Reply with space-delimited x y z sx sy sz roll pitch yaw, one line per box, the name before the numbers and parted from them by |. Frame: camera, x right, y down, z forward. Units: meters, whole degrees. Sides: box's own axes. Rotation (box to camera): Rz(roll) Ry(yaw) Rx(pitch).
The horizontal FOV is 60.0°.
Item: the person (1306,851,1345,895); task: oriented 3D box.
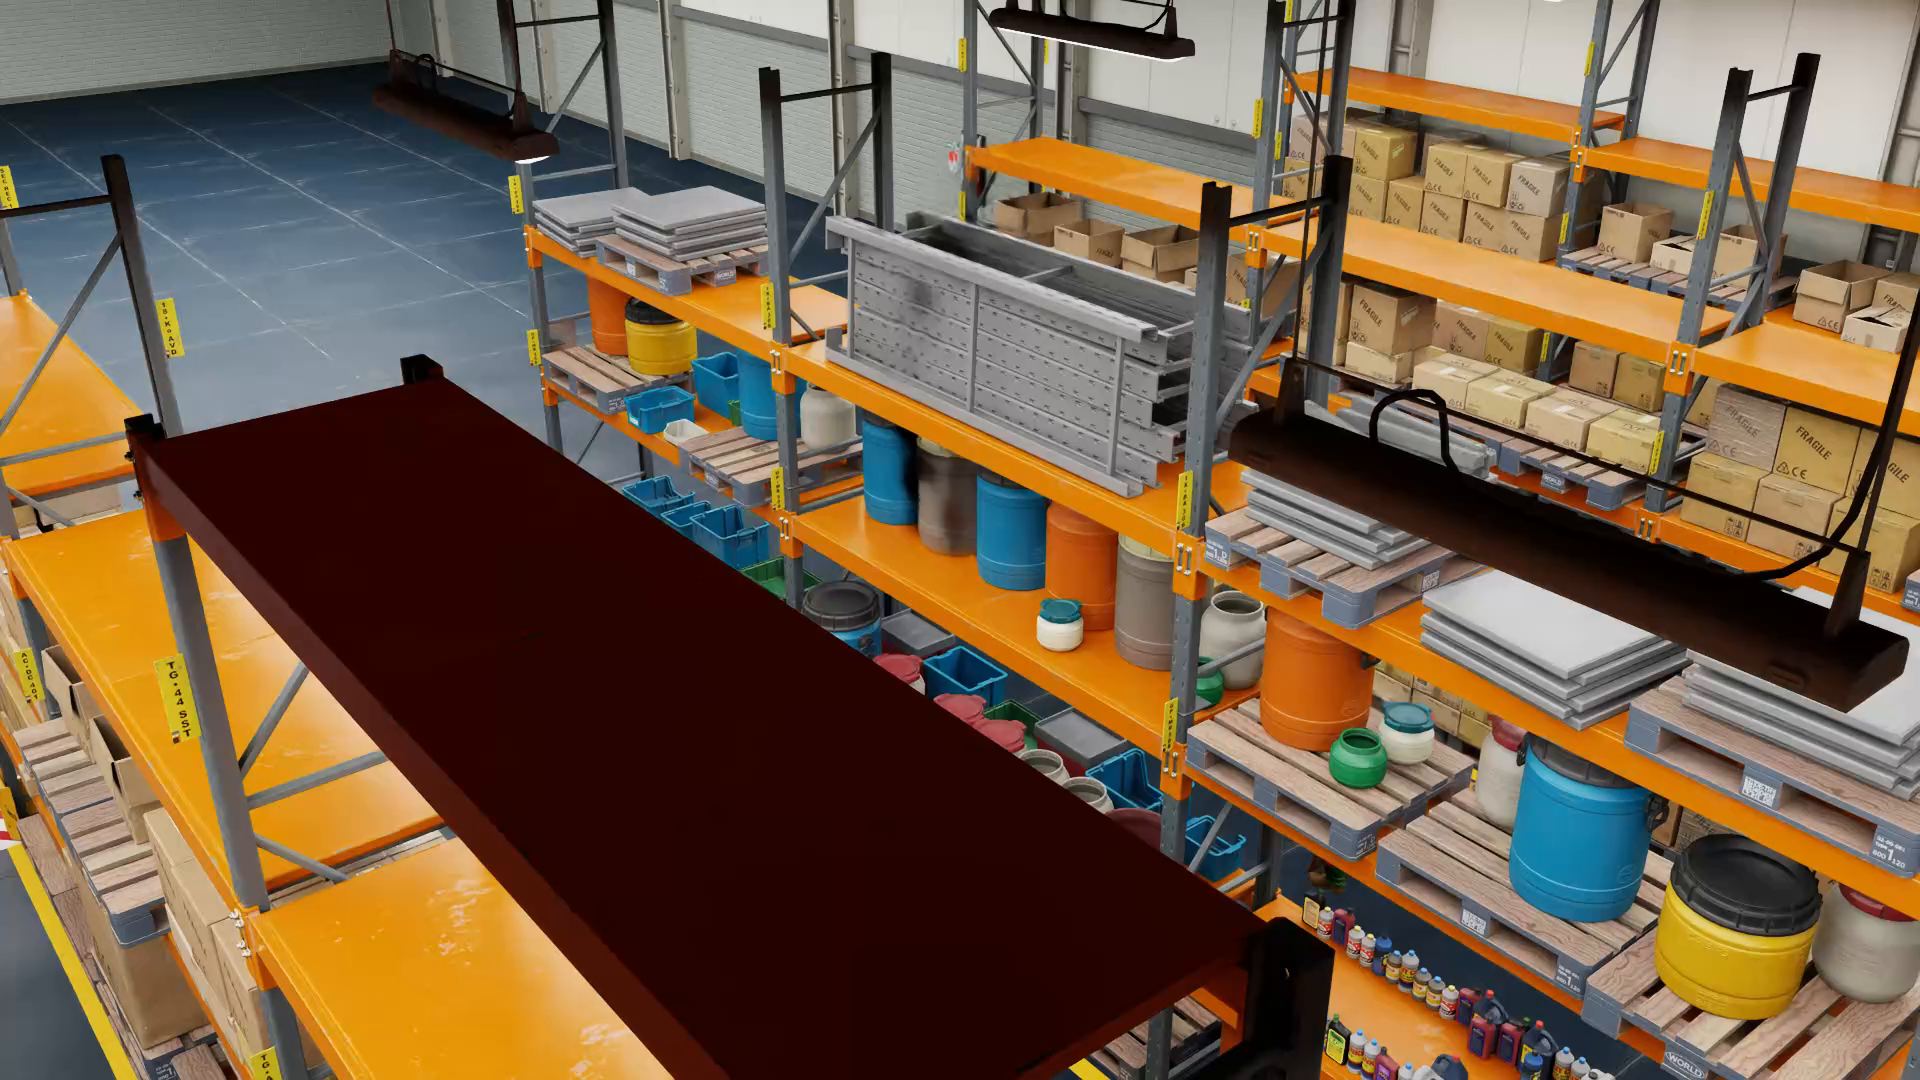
person | 2.577 1.703 12.083 0.738 1.791 0.655 23 34 39
